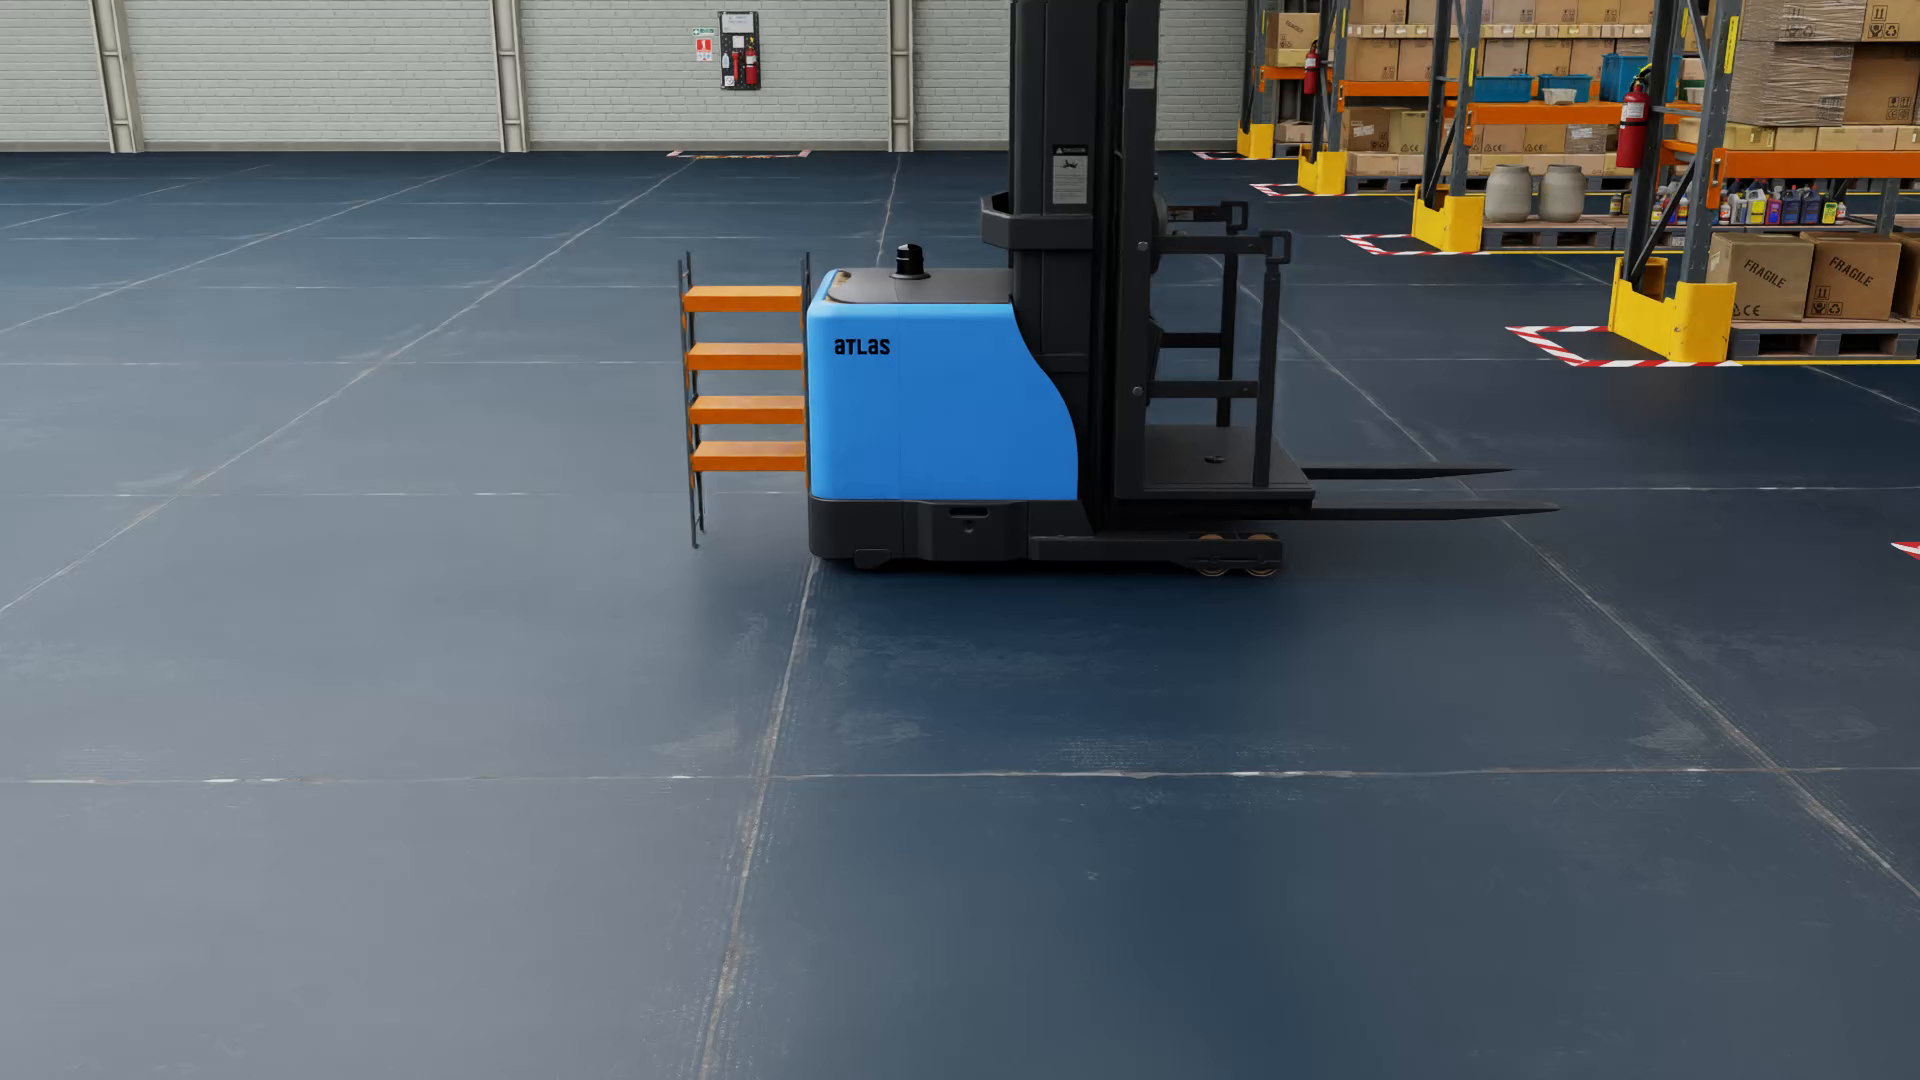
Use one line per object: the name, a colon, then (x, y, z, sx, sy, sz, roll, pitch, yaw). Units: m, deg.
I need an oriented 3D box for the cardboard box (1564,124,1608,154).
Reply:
cardboard box: (7.515, -4.957, 20.177, 0.500, 0.500, 0.500, 0, 18, -1)

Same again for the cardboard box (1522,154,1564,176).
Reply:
cardboard box: (7.016, -4.593, 20.268, 0.500, 0.250, 0.500, 0, 18, -1)

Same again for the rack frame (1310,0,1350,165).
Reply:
rack frame: (4.476, -5.758, 20.087, 0.127, 3.000, 1.000, 0, 18, -1)

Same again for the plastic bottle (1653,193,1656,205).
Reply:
plastic bottle: (6.635, -3.264, 16.040, 0.133, 0.283, 0.061, 0, 18, -1)

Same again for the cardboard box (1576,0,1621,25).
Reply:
cardboard box: (7.527, -6.436, 19.912, 0.500, 0.500, 0.700, 0, 18, -1)

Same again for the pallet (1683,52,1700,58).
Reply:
pallet: (10.414, -7.196, 24.884, 1.213, 0.211, 1.003, 0, 18, -1)

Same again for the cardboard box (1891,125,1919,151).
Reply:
cardboard box: (5.918, -2.540, 10.466, 0.250, 0.149, 0.380, 0, 18, -1)

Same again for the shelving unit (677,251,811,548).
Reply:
shelving unit: (-0.867, -0.573, 6.870, 0.503, 1.200, 0.258, 0, 18, 0)

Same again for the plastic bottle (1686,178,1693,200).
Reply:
plastic bottle: (7.123, -3.333, 16.142, 0.185, 0.351, 0.144, 0, 18, -1)

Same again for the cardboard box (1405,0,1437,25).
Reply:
cardboard box: (5.522, -6.426, 19.882, 0.500, 0.500, 0.700, -1, 18, -2)

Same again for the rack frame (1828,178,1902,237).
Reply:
rack frame: (8.550, -4.265, 15.431, 0.127, 3.000, 1.000, 0, 18, -1)

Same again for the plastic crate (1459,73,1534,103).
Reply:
plastic crate: (5.046, -4.268, 15.686, 0.616, 0.251, 0.499, 0, 18, -1)

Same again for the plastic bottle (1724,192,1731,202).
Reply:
plastic bottle: (7.231, -3.120, 15.589, 0.133, 0.283, 0.061, 0, 18, -1)

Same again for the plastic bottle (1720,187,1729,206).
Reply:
plastic bottle: (7.401, -3.285, 16.123, 0.097, 0.271, 0.097, 0, 18, 0)

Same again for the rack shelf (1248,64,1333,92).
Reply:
rack shelf: (6.394, -6.938, 24.943, 4.000, 0.370, 1.077, 0, 18, -1)

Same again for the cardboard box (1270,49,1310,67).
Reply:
cardboard box: (4.887, -7.114, 24.528, 0.500, 0.250, 0.500, -1, 18, -2)

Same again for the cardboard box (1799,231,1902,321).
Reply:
cardboard box: (5.850, -1.753, 11.008, 0.500, 0.500, 0.500, 4, 18, 14)

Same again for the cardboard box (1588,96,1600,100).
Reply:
cardboard box: (9.570, -6.678, 25.100, 0.500, 0.250, 0.500, -1, 18, -2)

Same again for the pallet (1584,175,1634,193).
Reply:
pallet: (7.680, -4.459, 20.601, 1.213, 0.211, 1.003, 0, 18, -1)

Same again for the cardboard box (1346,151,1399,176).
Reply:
cardboard box: (5.016, -4.583, 20.239, 0.500, 0.250, 0.500, 0, 18, -1)

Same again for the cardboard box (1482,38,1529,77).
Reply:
cardboard box: (6.491, -5.812, 20.092, 0.500, 0.500, 0.700, 0, 18, 1)

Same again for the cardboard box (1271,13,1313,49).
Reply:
cardboard box: (4.876, -7.477, 24.429, 0.500, 0.500, 0.500, 0, 18, -1)

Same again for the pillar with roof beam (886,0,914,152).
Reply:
pillar with roof beam: (-0.851, -9.051, 20.532, 0.400, 9.000, 9.100, 0, 18, -1)

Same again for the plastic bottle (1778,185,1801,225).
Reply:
plastic bottle: (7.719, -3.121, 15.481, 0.185, 0.351, 0.144, -1, 18, -4)

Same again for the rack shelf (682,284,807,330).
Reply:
rack shelf: (-0.867, -0.947, 6.750, 0.480, 0.148, 0.258, 0, 18, 0)

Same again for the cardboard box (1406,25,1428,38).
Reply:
cardboard box: (5.385, -6.054, 19.782, 0.250, 0.149, 0.380, 0, 18, -1)

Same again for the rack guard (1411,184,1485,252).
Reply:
rack guard: (4.626, -3.070, 15.798, 0.348, 0.500, 1.175, 0, 18, -1)

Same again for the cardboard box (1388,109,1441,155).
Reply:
cardboard box: (5.516, -4.943, 20.134, 0.500, 0.500, 0.500, 0, 18, -1)

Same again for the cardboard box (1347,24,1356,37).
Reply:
cardboard box: (4.855, -6.175, 20.160, 0.250, 0.149, 0.380, -1, 18, -2)

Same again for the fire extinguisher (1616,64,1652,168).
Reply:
fire extinguisher: (4.507, -2.836, 11.104, 0.183, 0.674, 0.296, 0, 18, -1)

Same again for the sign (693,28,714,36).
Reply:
sign: (-3.940, -7.805, 25.541, 0.331, 0.109, 0.001, 0, 18, -1)

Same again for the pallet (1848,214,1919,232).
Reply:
pallet: (9.335, -2.952, 15.905, 1.213, 0.211, 1.003, 0, 18, -1)

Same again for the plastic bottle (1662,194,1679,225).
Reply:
plastic bottle: (6.595, -3.070, 15.435, 0.133, 0.283, 0.061, 0, 18, 0)

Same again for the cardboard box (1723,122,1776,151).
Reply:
cardboard box: (4.917, -2.541, 10.471, 0.250, 0.149, 0.380, 0, 18, -1)

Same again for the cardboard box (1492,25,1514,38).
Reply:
cardboard box: (6.409, -6.058, 19.796, 0.250, 0.149, 0.380, 0, 18, 0)

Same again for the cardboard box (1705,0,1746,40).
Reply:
cardboard box: (5.175, -3.476, 10.685, 0.500, 0.500, 0.500, 0, 18, -1)

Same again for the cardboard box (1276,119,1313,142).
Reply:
cardboard box: (5.087, -6.176, 25.071, 0.500, 0.311, 0.500, -2, 18, -7)

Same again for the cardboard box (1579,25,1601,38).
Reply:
cardboard box: (7.435, -6.063, 19.811, 0.250, 0.149, 0.380, 0, 18, -1)

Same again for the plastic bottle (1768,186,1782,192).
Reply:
plastic bottle: (7.902, -3.299, 16.161, 0.135, 0.276, 0.152, 0, 18, 1)

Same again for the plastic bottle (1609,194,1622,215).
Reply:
plastic bottle: (6.380, -3.265, 16.176, 0.097, 0.201, 0.097, 0, 18, 0)

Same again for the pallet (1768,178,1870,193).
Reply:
pallet: (10.434, -4.472, 20.642, 1.213, 0.211, 1.003, 0, 18, -1)

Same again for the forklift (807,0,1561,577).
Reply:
forklift: (0.913, -1.412, 6.652, 3.031, 2.935, 1.130, 0, 18, 0)

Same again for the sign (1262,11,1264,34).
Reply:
sign: (4.403, -7.518, 24.154, 0.005, 0.325, 0.100, 0, 18, -1)

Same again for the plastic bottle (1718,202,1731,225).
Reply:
plastic bottle: (7.116, -3.039, 15.473, 0.097, 0.201, 0.097, 0, 18, 0)
